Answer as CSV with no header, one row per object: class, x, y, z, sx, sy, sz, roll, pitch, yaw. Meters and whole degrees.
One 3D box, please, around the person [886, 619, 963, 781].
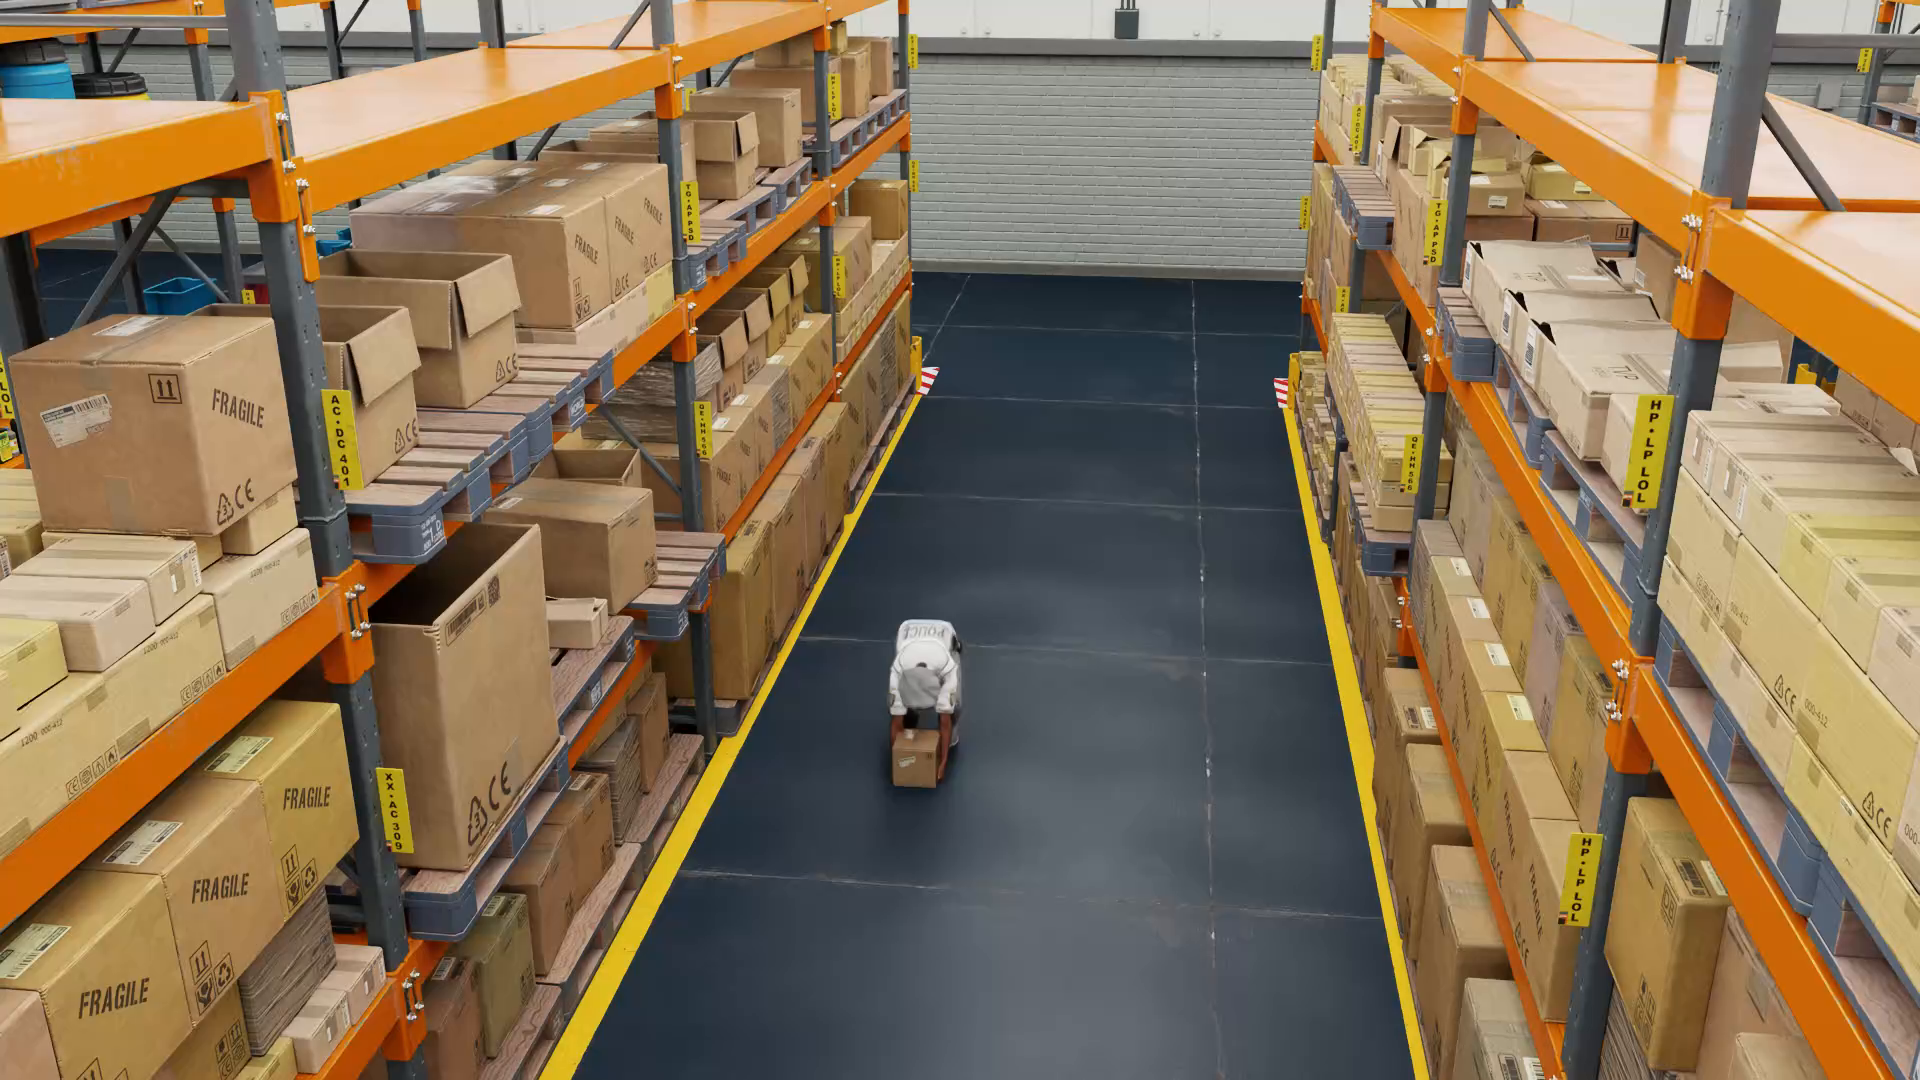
person,-0.213,0.936,9.953,0.465,0.791,0.927,2,21,5
